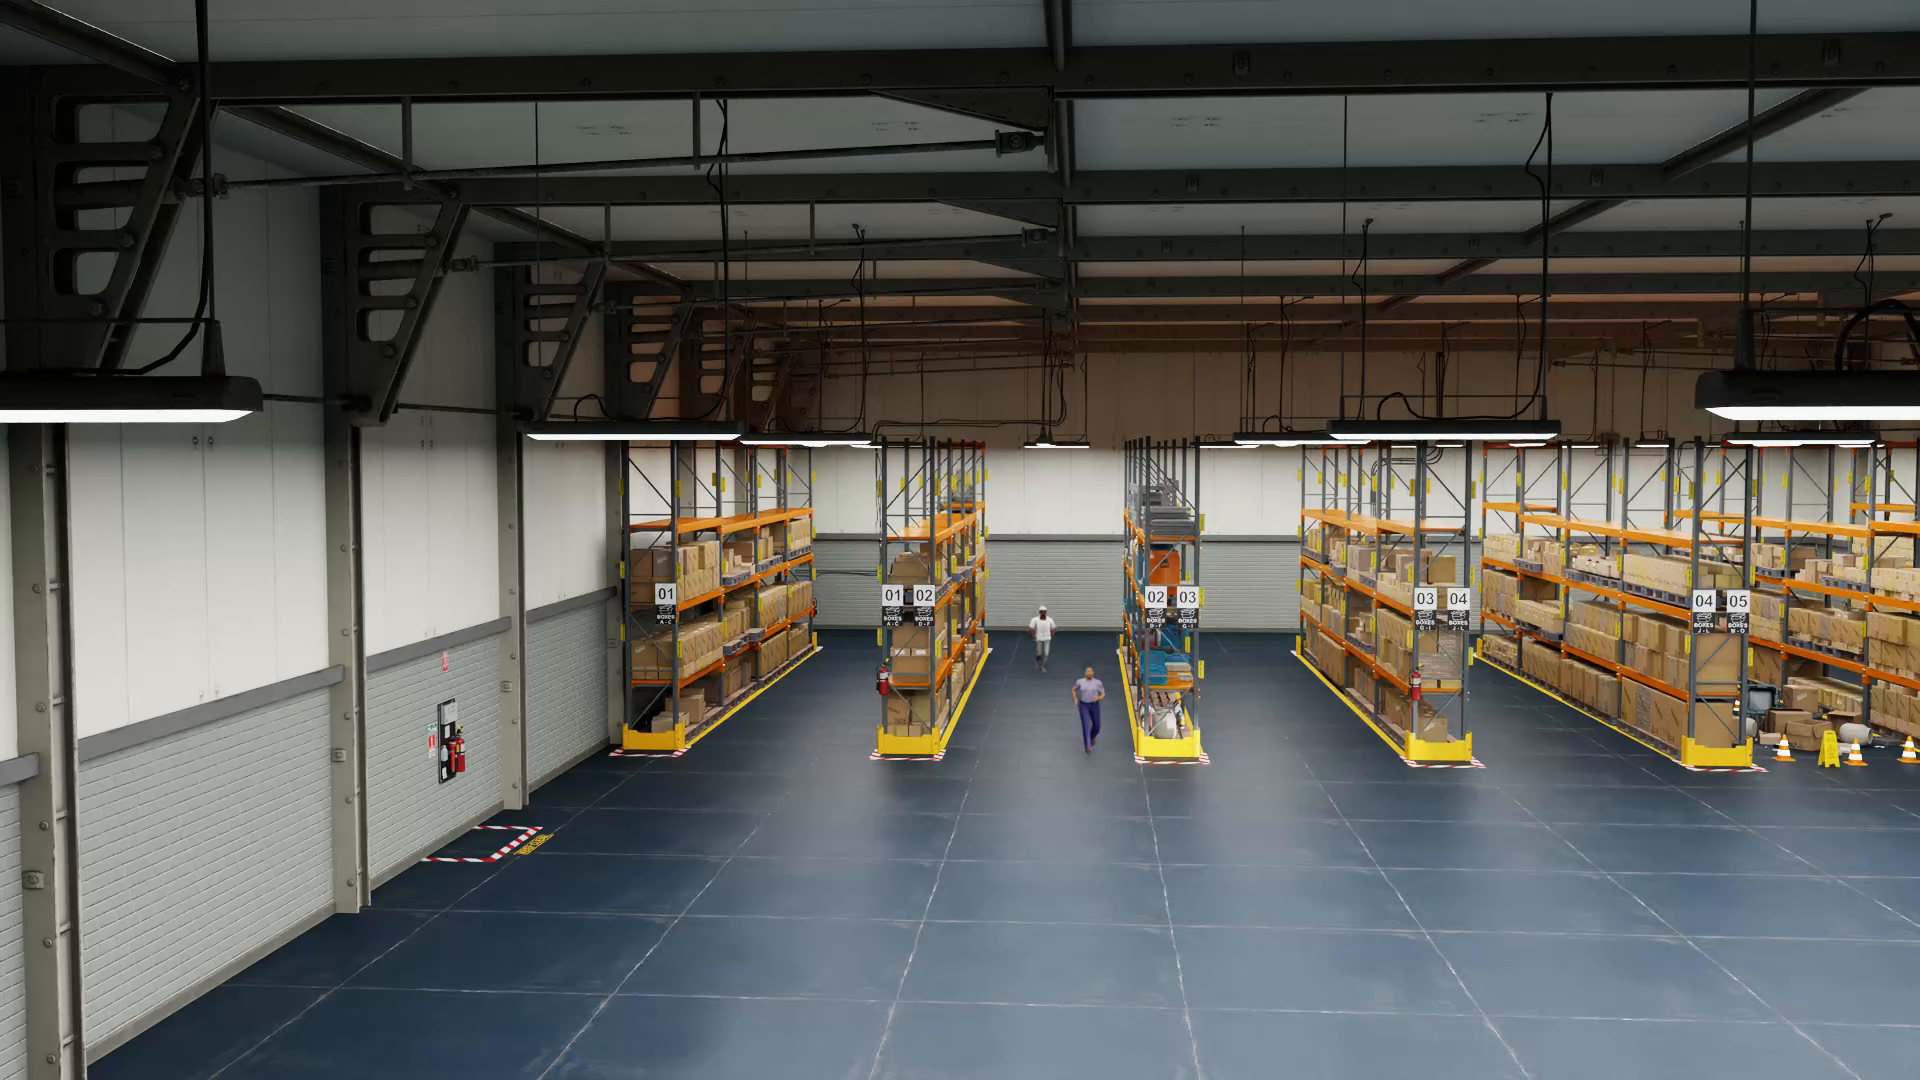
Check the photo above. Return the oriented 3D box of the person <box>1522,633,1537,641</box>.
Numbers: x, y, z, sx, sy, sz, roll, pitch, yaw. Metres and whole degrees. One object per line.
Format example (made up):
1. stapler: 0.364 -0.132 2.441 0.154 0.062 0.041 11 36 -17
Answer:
1. person: 16.159 2.359 47.426 0.779 1.682 0.734 -2 4 -36

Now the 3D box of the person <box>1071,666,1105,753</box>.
1. person: 2.453 3.214 31.693 0.631 1.619 0.813 0 3 -2

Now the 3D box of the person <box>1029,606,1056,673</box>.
1. person: 2.142 2.569 42.890 0.699 1.719 0.598 0 3 -5
